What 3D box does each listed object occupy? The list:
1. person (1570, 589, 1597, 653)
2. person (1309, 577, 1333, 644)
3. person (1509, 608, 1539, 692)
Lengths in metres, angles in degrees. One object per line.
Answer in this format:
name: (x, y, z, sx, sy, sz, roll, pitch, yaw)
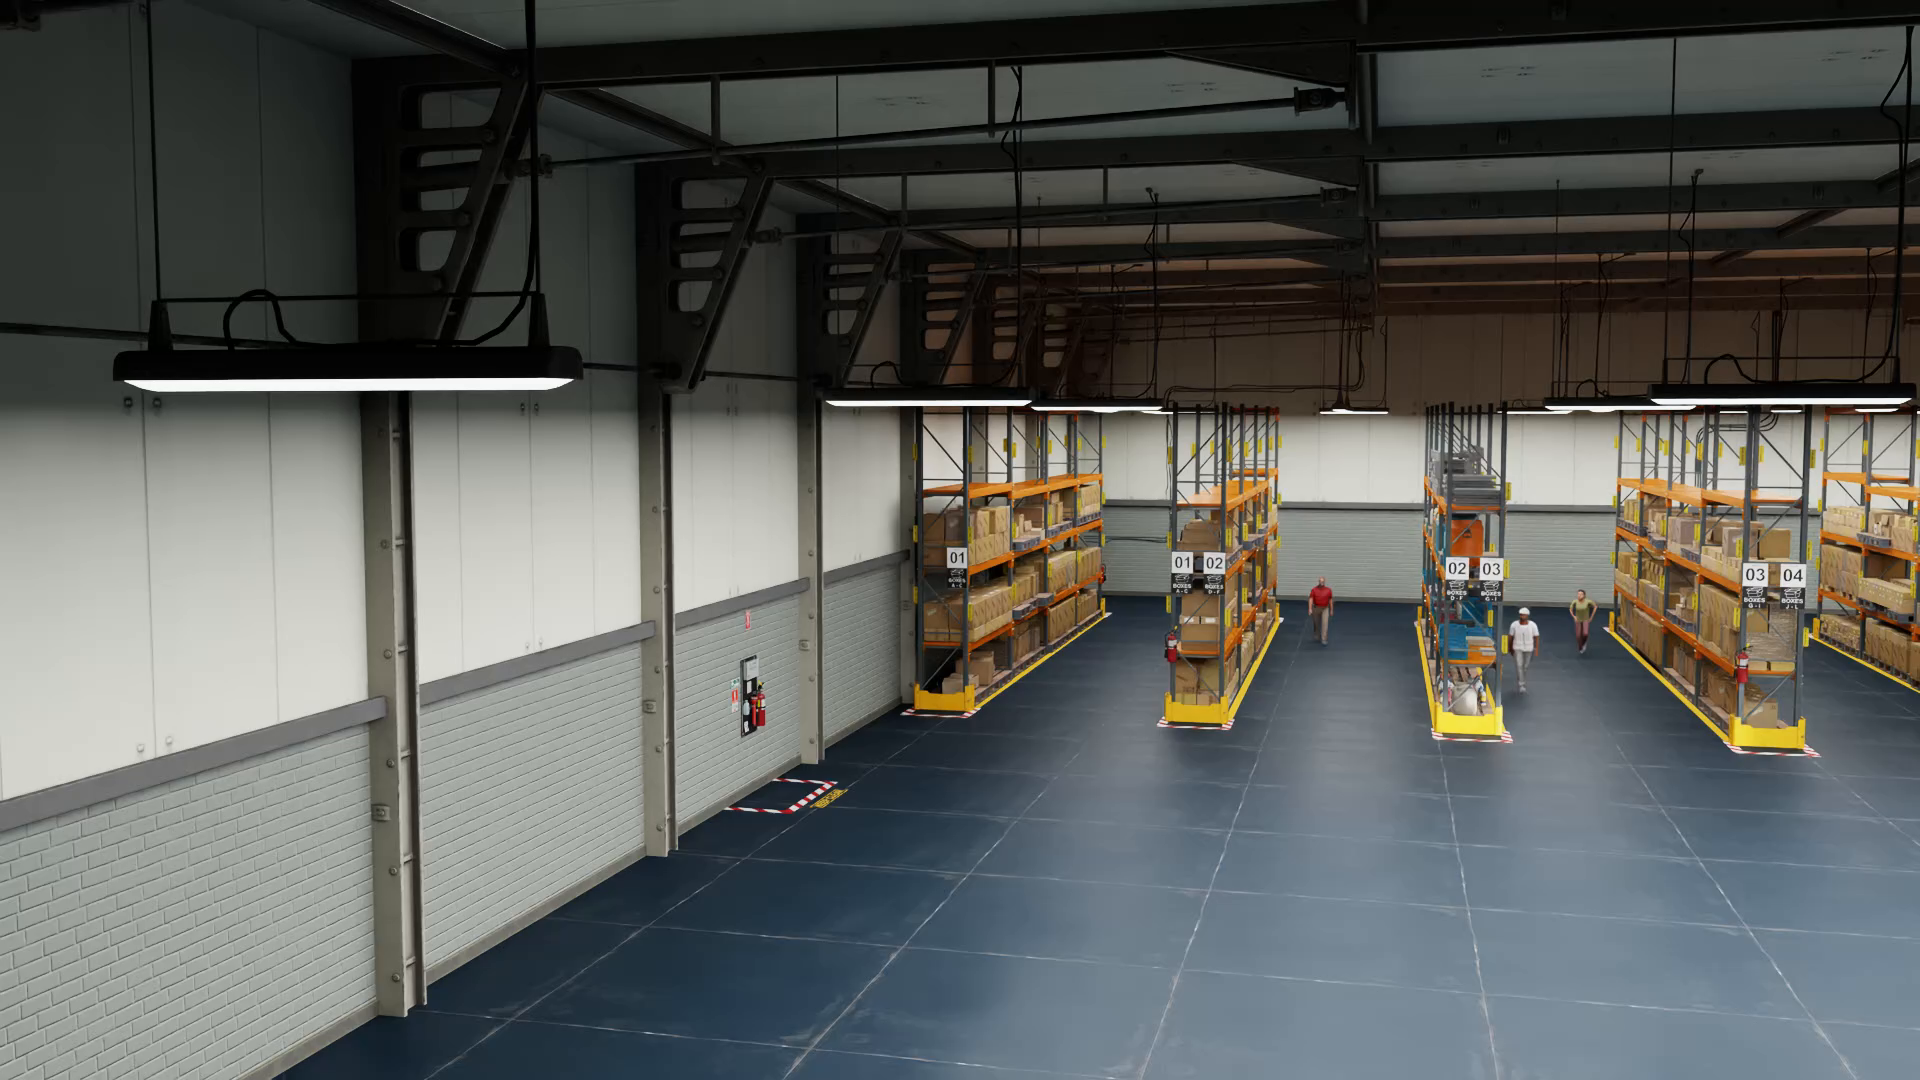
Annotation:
person: (15.087, 1.965, 40.255, 0.626, 1.579, 0.673, 2, 5, 23)
person: (9.127, 1.773, 42.046, 0.617, 1.664, 1.099, 1, 4, 11)
person: (11.806, 2.270, 34.702, 0.529, 1.698, 1.044, 0, 4, 1)
